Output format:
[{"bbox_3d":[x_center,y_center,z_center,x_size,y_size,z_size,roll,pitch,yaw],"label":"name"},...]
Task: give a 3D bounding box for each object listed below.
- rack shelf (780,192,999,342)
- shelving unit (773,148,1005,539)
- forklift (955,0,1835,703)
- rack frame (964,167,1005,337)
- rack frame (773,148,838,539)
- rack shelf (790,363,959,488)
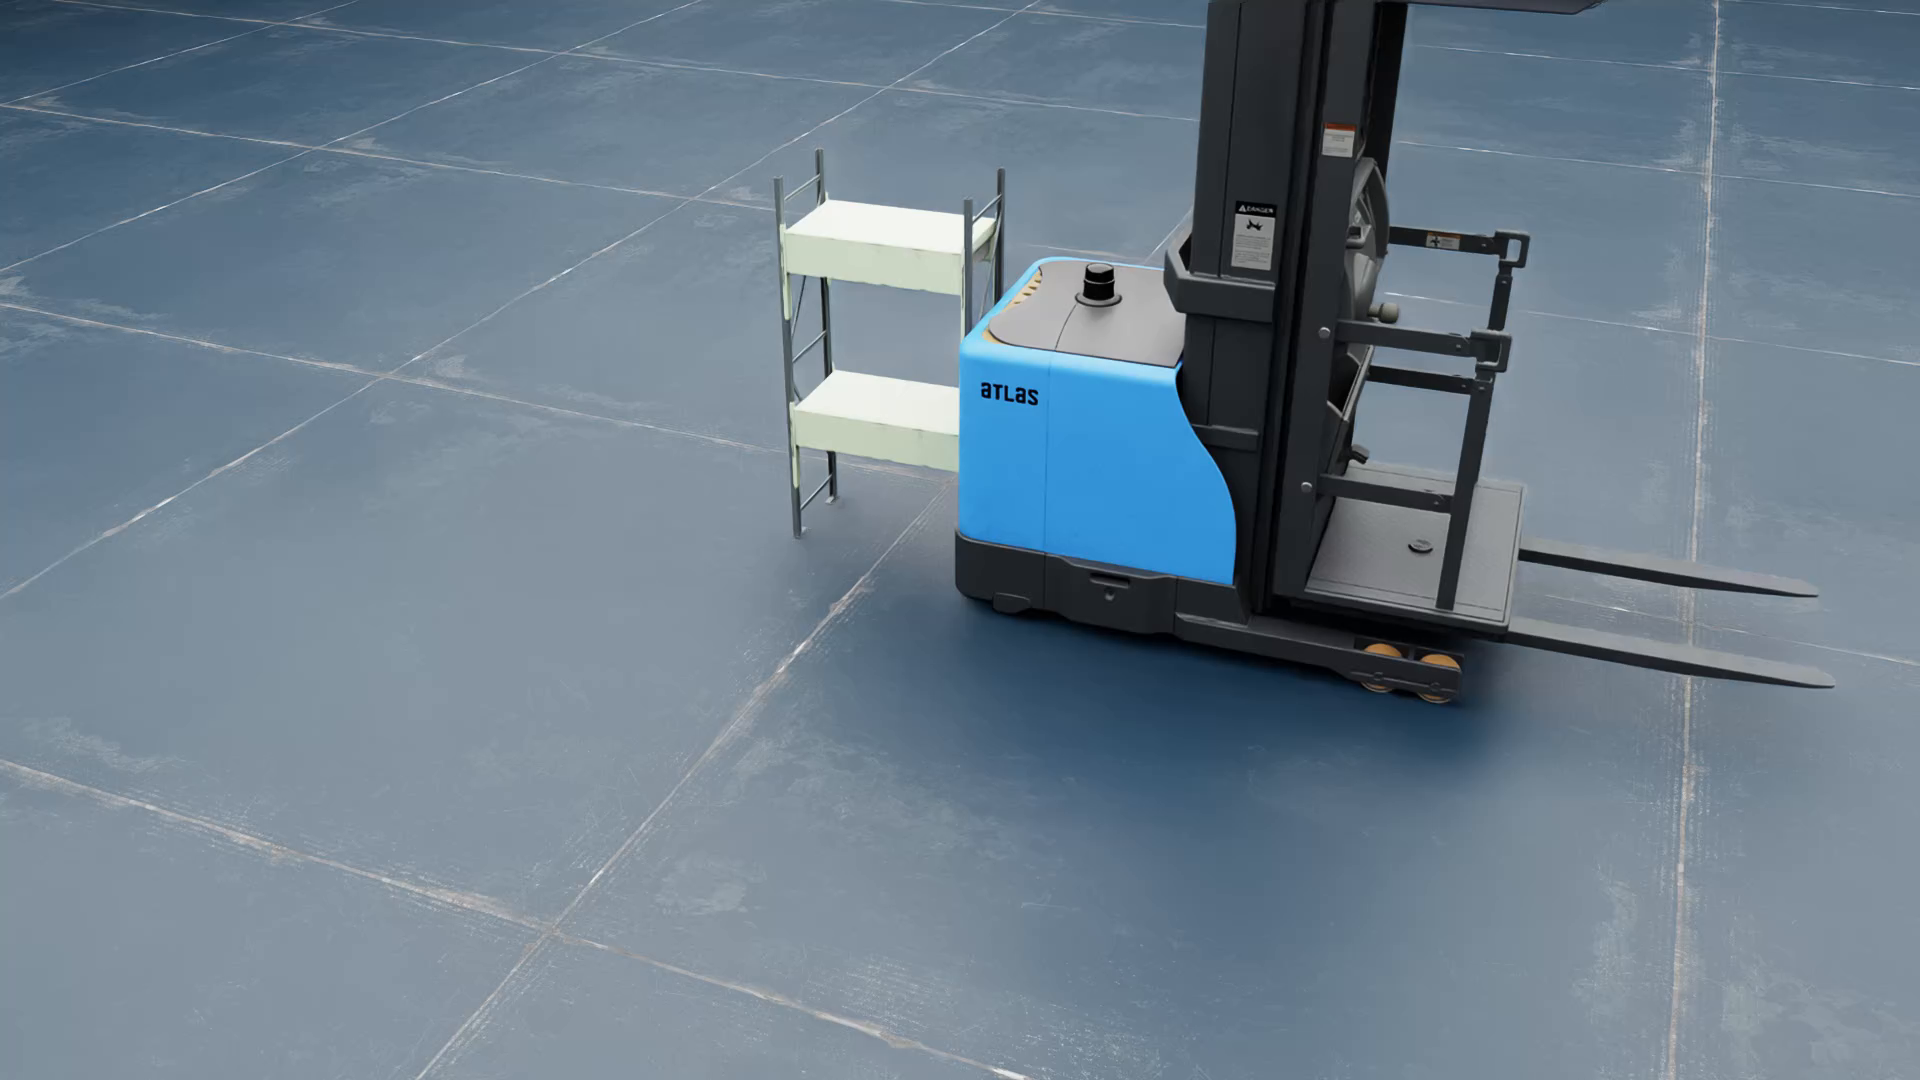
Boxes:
[{"bbox_3d":[-0.254,-1.030,6.255,0.720,0.370,0.431,10,31,17],"label":"rack shelf"},{"bbox_3d":[-0.254,-0.690,6.447,0.755,1.500,0.431,10,31,17],"label":"shelving unit"},{"bbox_3d":[1.554,-1.007,5.554,3.031,2.935,1.130,10,31,17],"label":"forklift"},{"bbox_3d":[0.090,-0.629,6.339,0.023,1.500,0.400,10,31,17],"label":"rack frame"},{"bbox_3d":[-0.599,-0.751,6.555,0.023,1.500,0.400,10,31,17],"label":"rack frame"},{"bbox_3d":[-0.254,-0.406,6.607,0.720,0.370,0.431,10,31,17],"label":"rack shelf"}]
